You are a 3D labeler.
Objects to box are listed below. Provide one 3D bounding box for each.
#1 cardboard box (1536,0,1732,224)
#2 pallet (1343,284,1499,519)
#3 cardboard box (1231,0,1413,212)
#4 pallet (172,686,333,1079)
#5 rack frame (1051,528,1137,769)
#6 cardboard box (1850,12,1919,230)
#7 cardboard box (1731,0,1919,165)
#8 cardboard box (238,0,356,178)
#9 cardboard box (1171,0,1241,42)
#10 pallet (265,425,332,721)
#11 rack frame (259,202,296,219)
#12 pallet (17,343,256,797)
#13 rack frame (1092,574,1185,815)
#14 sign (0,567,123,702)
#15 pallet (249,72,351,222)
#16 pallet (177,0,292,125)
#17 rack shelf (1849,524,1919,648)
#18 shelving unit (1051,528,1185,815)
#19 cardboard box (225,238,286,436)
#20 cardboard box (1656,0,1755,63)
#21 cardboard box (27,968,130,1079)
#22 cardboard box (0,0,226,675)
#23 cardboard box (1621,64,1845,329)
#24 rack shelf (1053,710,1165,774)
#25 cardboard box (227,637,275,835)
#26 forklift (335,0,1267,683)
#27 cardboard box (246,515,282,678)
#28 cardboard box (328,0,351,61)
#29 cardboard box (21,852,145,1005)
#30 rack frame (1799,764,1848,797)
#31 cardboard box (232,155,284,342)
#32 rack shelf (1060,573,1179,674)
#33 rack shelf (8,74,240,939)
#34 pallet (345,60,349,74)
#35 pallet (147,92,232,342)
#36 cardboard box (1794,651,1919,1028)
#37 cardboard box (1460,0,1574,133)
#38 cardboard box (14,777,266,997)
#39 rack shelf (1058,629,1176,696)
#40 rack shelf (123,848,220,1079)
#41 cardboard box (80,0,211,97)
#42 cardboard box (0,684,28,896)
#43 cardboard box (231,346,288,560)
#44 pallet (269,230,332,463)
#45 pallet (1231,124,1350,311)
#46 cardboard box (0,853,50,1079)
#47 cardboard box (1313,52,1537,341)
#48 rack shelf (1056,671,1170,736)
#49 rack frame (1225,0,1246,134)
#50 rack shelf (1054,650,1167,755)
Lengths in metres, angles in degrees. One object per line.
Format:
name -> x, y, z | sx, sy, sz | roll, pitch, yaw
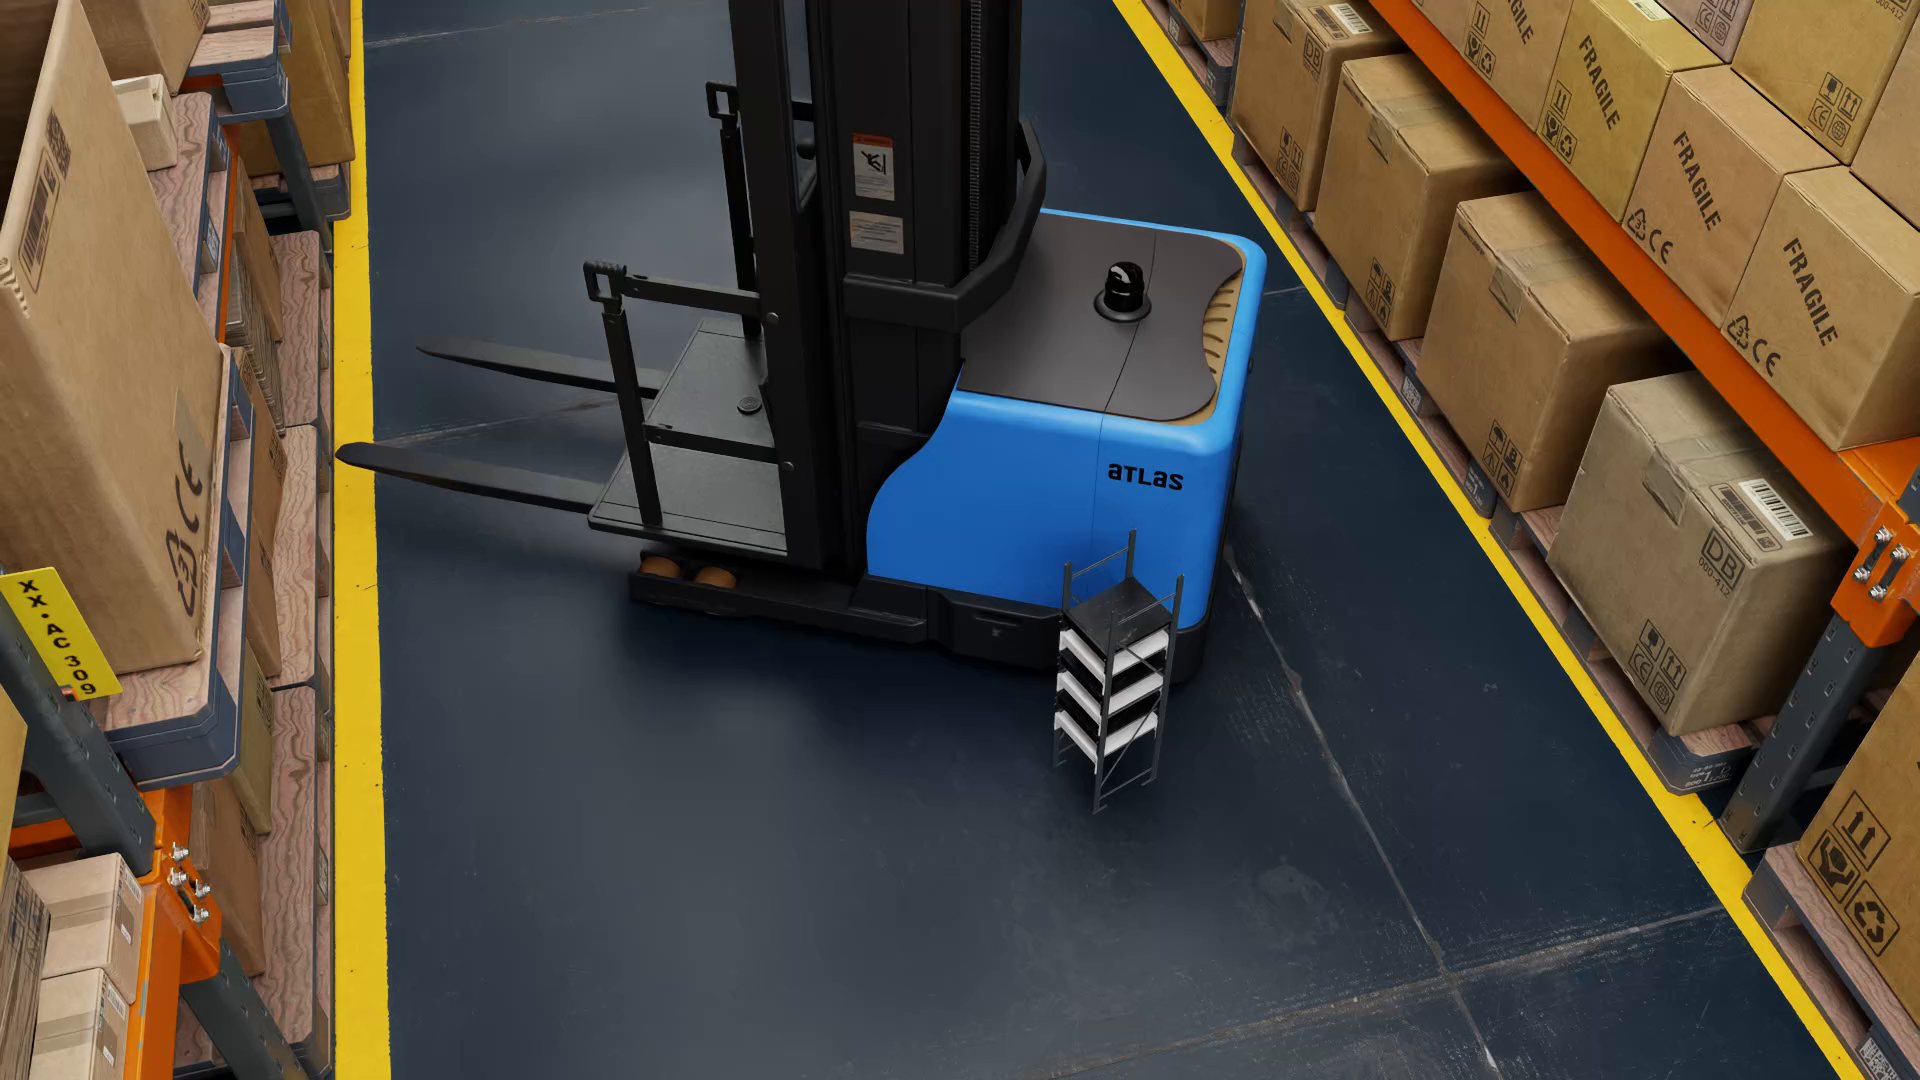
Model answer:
cardboard box -> 2.088, -1.305, 4.859 | 0.500, 0.500, 0.500 | -10, 46, -10
pallet -> 2.152, -0.648, 6.237 | 1.003, 0.211, 1.213 | -11, 47, -10
cardboard box -> 0.328, 0.007, 4.582 | 5.455, 1.239, 5.693 | -11, 47, -11
pallet -> -2.283, 1.015, 4.608 | 1.003, 0.211, 1.213 | -11, 47, -10
rack frame -> 0.379, 0.333, 4.793 | 0.240, 0.900, 0.006 | -26, 51, -23
cardboard box -> 2.606, -0.988, 3.848 | 0.700, 0.500, 0.500 | -11, 47, -11
cardboard box -> 2.472, -1.342, 4.195 | 0.700, 0.500, 0.500 | -11, 47, -11
cardboard box -> -3.262, -2.069, 6.871 | 1.225, 0.875, 0.875 | -13, 47, -12
cardboard box -> 1.293, -2.701, 7.753 | 0.500, 0.500, 0.500 | -11, 47, -11
pallet -> -2.599, 0.171, 5.435 | 1.003, 0.211, 1.213 | -11, 47, -10
rack frame -> -3.103, -2.186, 5.792 | 0.949, 2.616, 0.053 | -11, 47, -10
pallet -> -2.137, 0.089, 3.697 | 1.003, 0.211, 1.213 | -11, 47, -10
rack frame -> 0.494, 0.454, 4.675 | 0.240, 0.900, 0.006 | -26, 51, -23
sign -> -1.559, 0.169, 2.878 | 0.100, 0.325, 0.005 | -11, 47, -10
pallet -> -3.235, -1.768, 7.334 | 1.003, 0.211, 1.213 | -11, 47, -10
pallet -> -2.821, -1.646, 5.397 | 1.213, 0.211, 1.003 | -11, 47, -10
rack shelf -> 3.251, 1.372, 2.809 | 1.077, 0.370, 4.000 | -11, 47, -10
shelving unit -> 6.757, 0.096, 3.420 | 9.927, 3.194, 8.476 | -26, 51, -23
cardboard box -> -2.761, -0.625, 5.704 | 0.700, 0.500, 0.500 | -14, 47, -14
cardboard box -> 2.343, -1.691, 4.537 | 0.700, 0.500, 0.500 | -10, 46, -10
cardboard box -> -1.688, 0.933, 2.911 | 0.380, 0.149, 0.250 | -11, 47, -10
cardboard box -> -2.150, -0.355, 3.284 | 1.000, 1.000, 1.000 | -10, 46, -10
cardboard box -> 2.217, -0.956, 4.517 | 0.500, 0.500, 0.500 | -11, 47, -11
rack shelf -> 0.437, 0.543, 4.887 | 0.258, 0.077, 0.200 | -26, 51, -23
cardboard box -> -2.322, 0.537, 4.566 | 0.700, 0.500, 0.500 | -11, 47, -11
forklift -> -3.806, -1.540, 5.207 | 9.518, 2.935, 1.550 | 10, 46, 10
cardboard box -> -2.466, 0.150, 4.945 | 0.700, 0.500, 0.500 | -14, 47, -14
cardboard box -> -3.483, -2.686, 7.476 | 1.225, 0.875, 0.875 | -11, 47, -10
cardboard box -> -1.743, 0.759, 3.082 | 0.380, 0.149, 0.250 | -11, 47, -10
rack frame -> 2.735, -0.260, 3.905 | 0.949, 2.616, 0.053 | -11, 47, -10
cardboard box -> -2.915, -1.006, 6.077 | 0.700, 0.500, 0.500 | -13, 47, -12
rack shelf -> 6.759, -0.129, 3.187 | 9.927, 2.546, 8.471 | -26, 51, -23
rack shelf -> -2.594, -0.553, 4.695 | 1.077, 0.370, 4.000 | -11, 47, -10
pallet -> -3.544, -2.608, 8.158 | 1.003, 0.211, 1.213 | -11, 47, -10
pallet -> -2.560, -0.759, 4.528 | 1.003, 0.211, 1.213 | -11, 47, -10
cardboard box -> 2.832, 0.783, 4.076 | 0.875, 0.875, 0.875 | -10, 46, -10
cardboard box -> 1.956, -1.655, 5.202 | 0.500, 0.500, 0.500 | -11, 47, -11
cardboard box -> -2.218, 0.869, 4.240 | 0.700, 0.500, 0.500 | -14, 47, -13
rack shelf -> 0.437, 0.291, 4.629 | 0.258, 0.077, 0.200 | -26, 51, -23
rack shelf -> -1.570, 2.209, 1.989 | 1.077, 0.370, 4.000 | -11, 47, -10
cardboard box -> -2.689, -1.635, 4.888 | 0.700, 0.500, 0.500 | -4, 46, -4
cardboard box -> -1.701, 0.347, 2.331 | 0.500, 0.500, 0.500 | -11, 47, -10
cardboard box -> -2.609, -0.235, 5.322 | 0.700, 0.500, 0.500 | -7, 46, -7
pallet -> -10.761, -1.232, 6.809 | 15.783, 0.211, 6.755 | -11, 47, -10
pallet -> 1.844, -1.488, 7.061 | 1.003, 0.211, 1.213 | -11, 47, -10
cardboard box -> -2.026, 0.759, 2.628 | 0.875, 0.500, 0.500 | -11, 47, -10
cardboard box -> 2.011, -1.342, 6.246 | 1.050, 0.750, 0.750 | -10, 46, -10
rack shelf -> 0.437, 0.417, 4.758 | 0.258, 0.077, 0.200 | -26, 51, -23
rack frame -> 1.715, -3.023, 6.612 | 1.000, 3.000, 0.127 | -11, 47, -10
rack shelf -> 0.437, 0.419, 4.760 | 0.258, 0.252, 0.200 | -26, 51, -23
